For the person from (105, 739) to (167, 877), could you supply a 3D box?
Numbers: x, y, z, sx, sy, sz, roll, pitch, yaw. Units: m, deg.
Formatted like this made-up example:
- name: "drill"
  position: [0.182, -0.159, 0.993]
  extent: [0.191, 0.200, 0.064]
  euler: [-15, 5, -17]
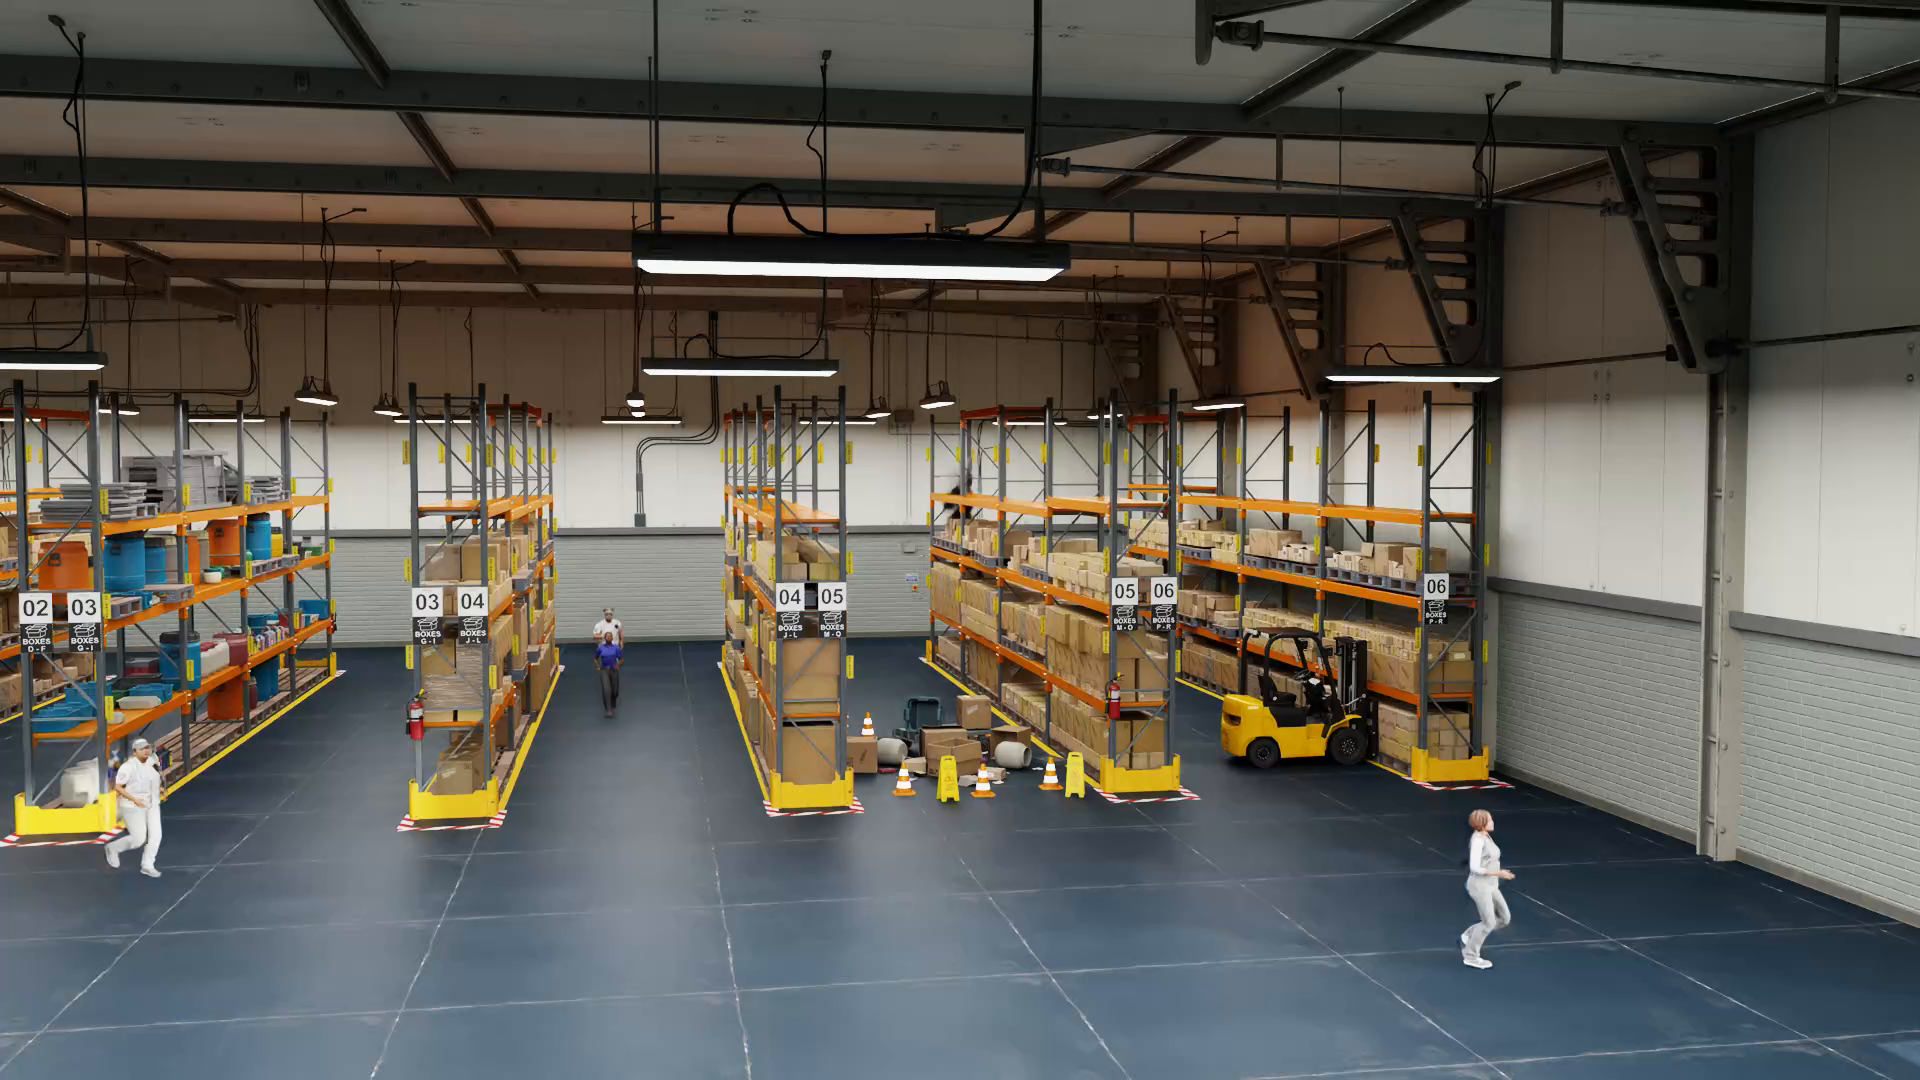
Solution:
- name: "person"
  position: [-9.831, 3.191, 19.900]
  extent: [0.681, 1.657, 0.610]
  euler: [1, 3, 23]

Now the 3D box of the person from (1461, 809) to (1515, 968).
- name: "person"
  position: [5.144, 3.394, 16.187]
  extent: [0.536, 1.556, 0.526]
  euler: [2, 3, 30]

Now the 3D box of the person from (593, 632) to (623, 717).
- name: "person"
  position: [-6.788, 2.570, 32.087]
  extent: [0.580, 1.607, 0.687]
  euler: [-1, 3, -15]

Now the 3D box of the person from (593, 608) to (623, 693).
- name: "person"
  position: [-7.445, 2.304, 35.220]
  extent: [0.658, 1.775, 0.984]
  euler: [-1, 3, -19]
